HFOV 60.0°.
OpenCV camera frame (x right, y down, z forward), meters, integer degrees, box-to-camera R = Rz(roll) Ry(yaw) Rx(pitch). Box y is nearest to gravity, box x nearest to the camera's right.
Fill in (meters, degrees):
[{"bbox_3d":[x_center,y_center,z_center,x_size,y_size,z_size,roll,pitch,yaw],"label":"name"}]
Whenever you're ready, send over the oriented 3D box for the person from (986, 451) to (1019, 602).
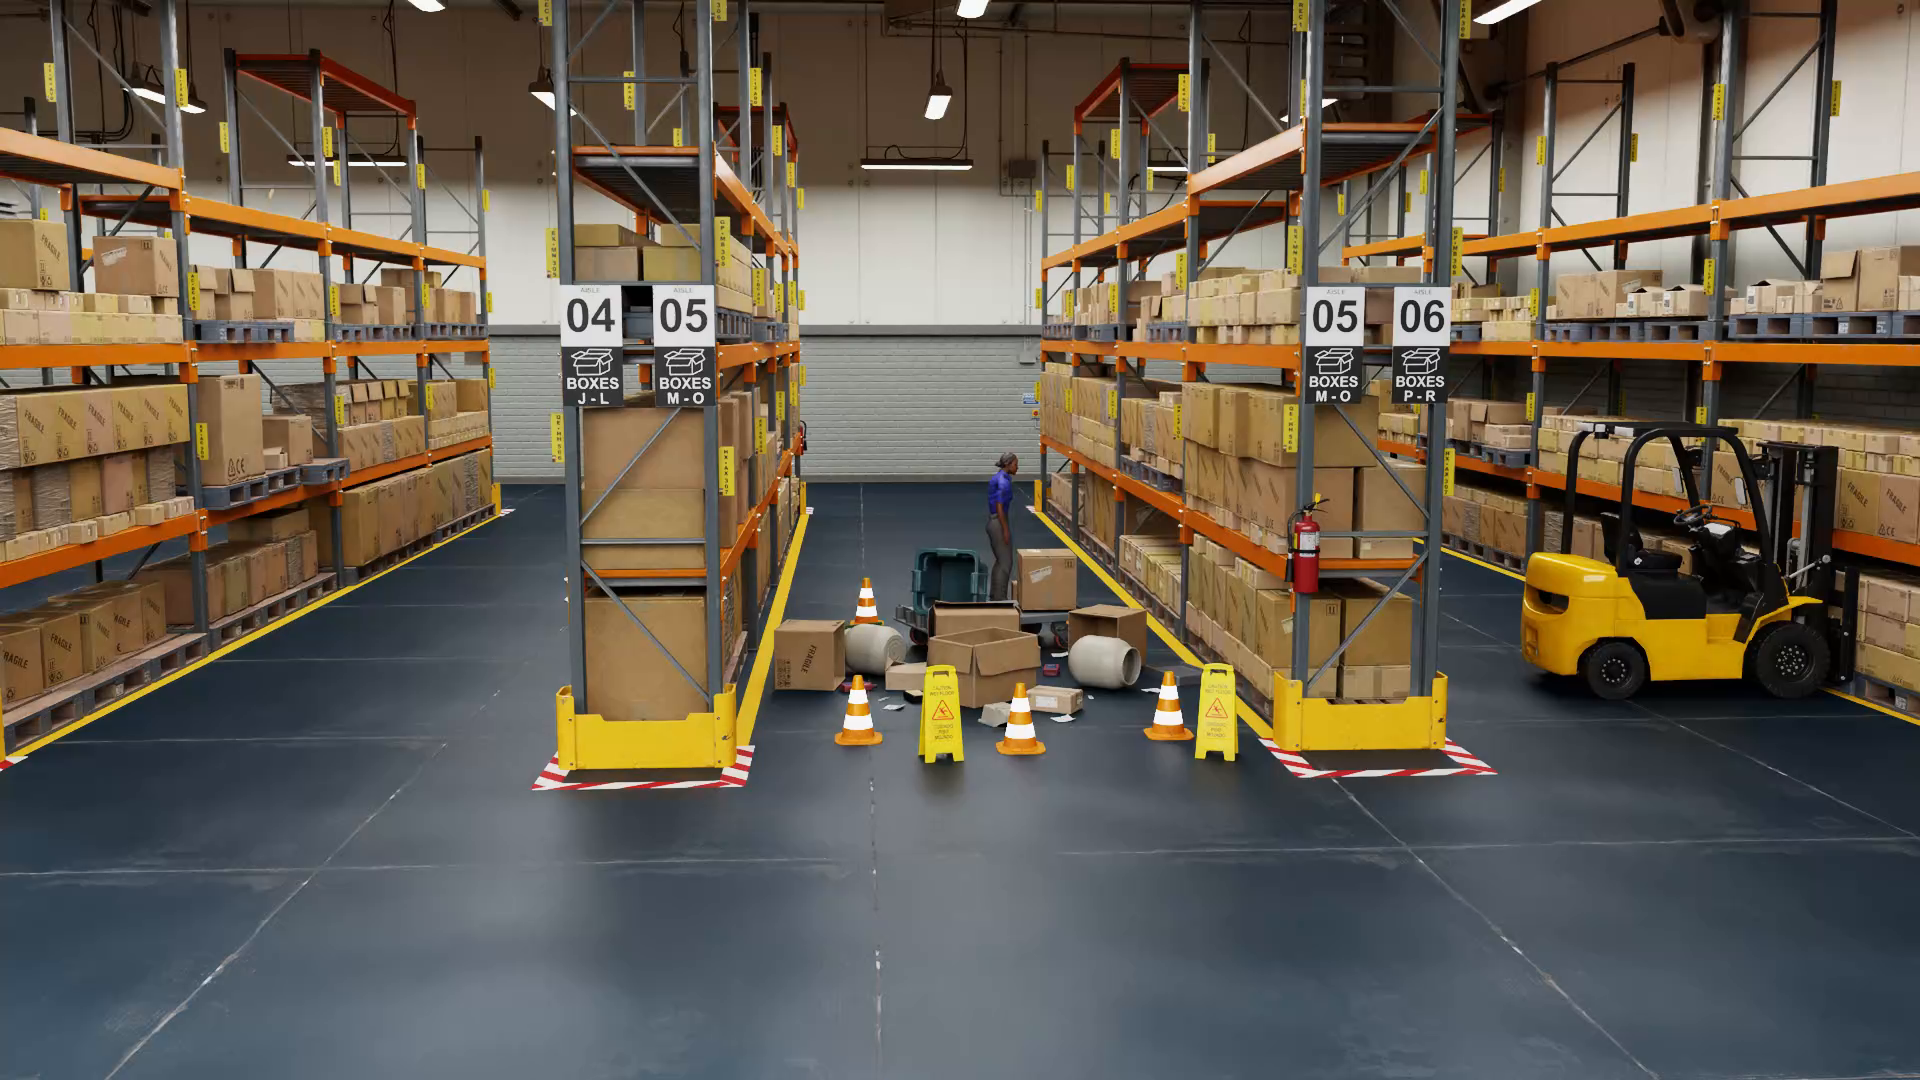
[{"bbox_3d":[0.453,-0.115,17.712,0.349,1.654,0.504,0,7,-3],"label":"person"}]
